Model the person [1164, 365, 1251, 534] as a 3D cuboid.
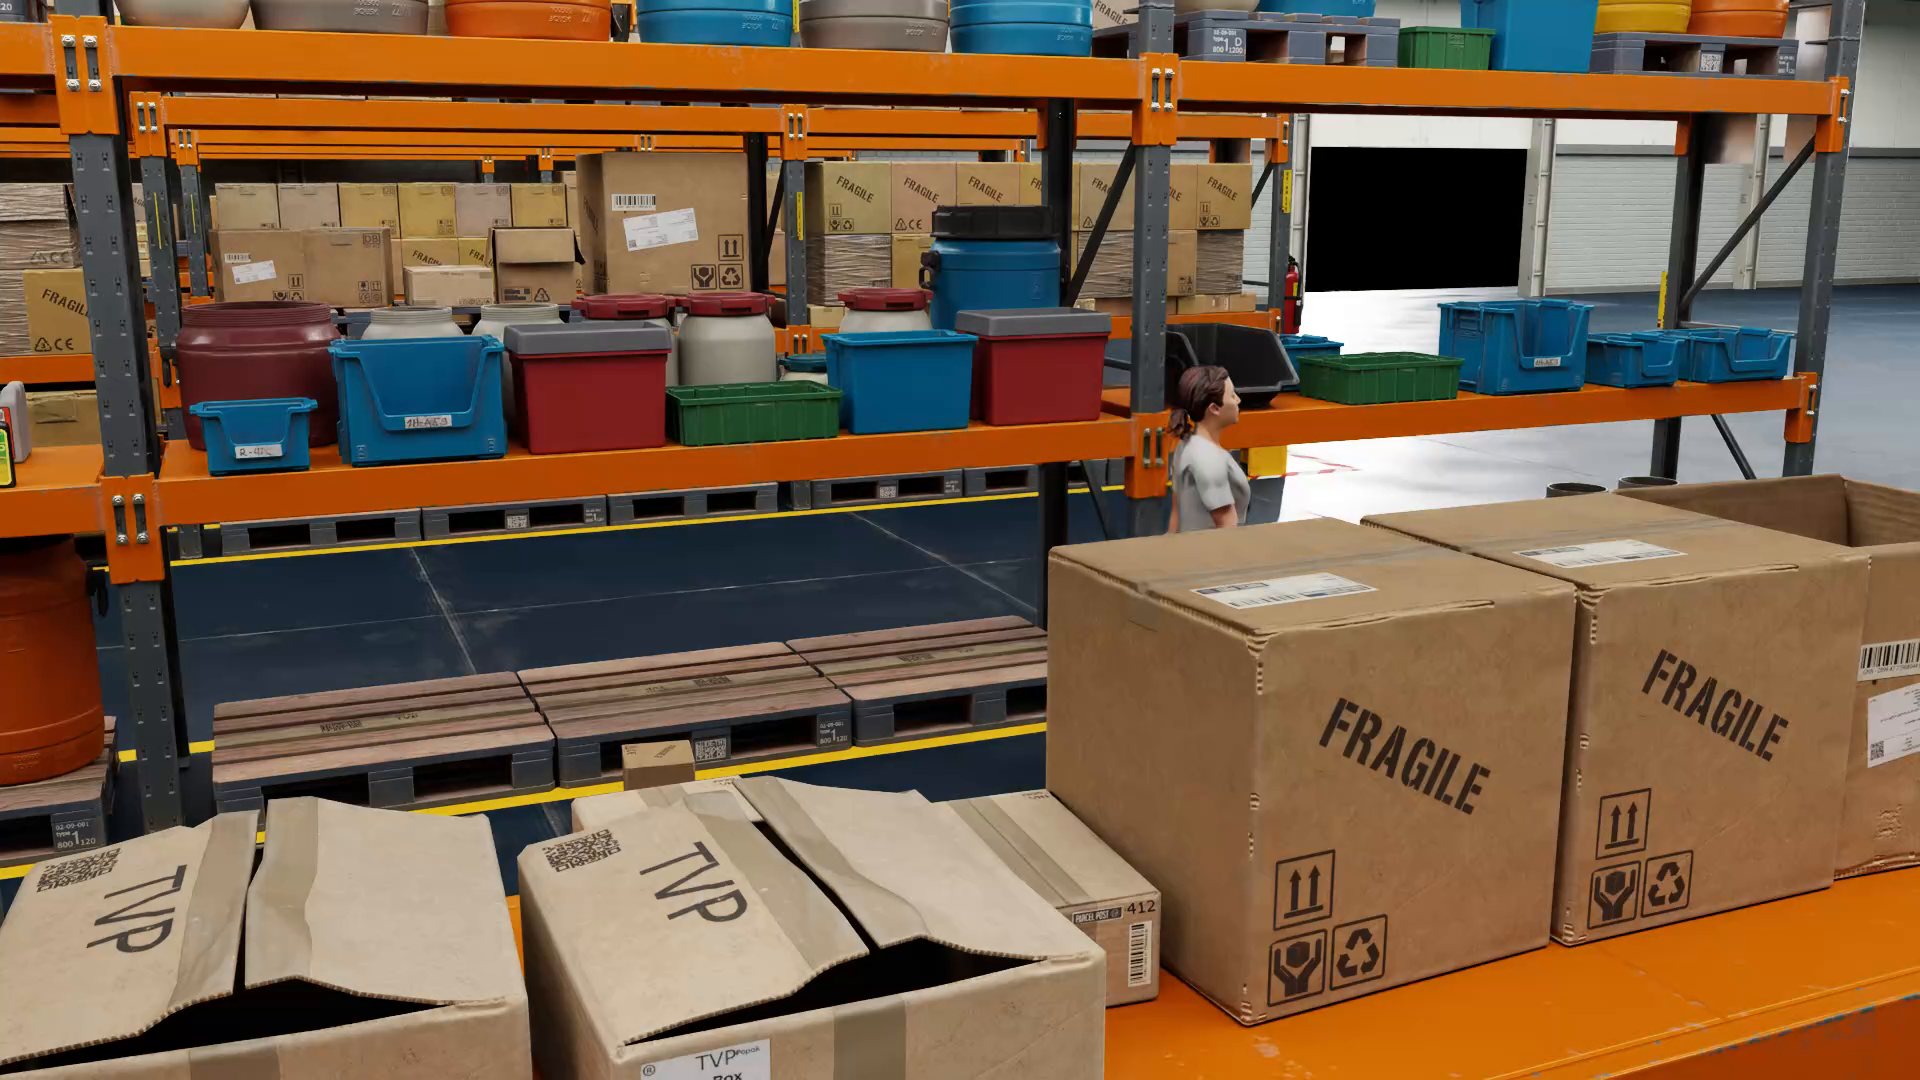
[{"bbox_3d":[0.978,0.145,6.235,1.034,1.605,0.439,2,12,8],"label":"person"}]
